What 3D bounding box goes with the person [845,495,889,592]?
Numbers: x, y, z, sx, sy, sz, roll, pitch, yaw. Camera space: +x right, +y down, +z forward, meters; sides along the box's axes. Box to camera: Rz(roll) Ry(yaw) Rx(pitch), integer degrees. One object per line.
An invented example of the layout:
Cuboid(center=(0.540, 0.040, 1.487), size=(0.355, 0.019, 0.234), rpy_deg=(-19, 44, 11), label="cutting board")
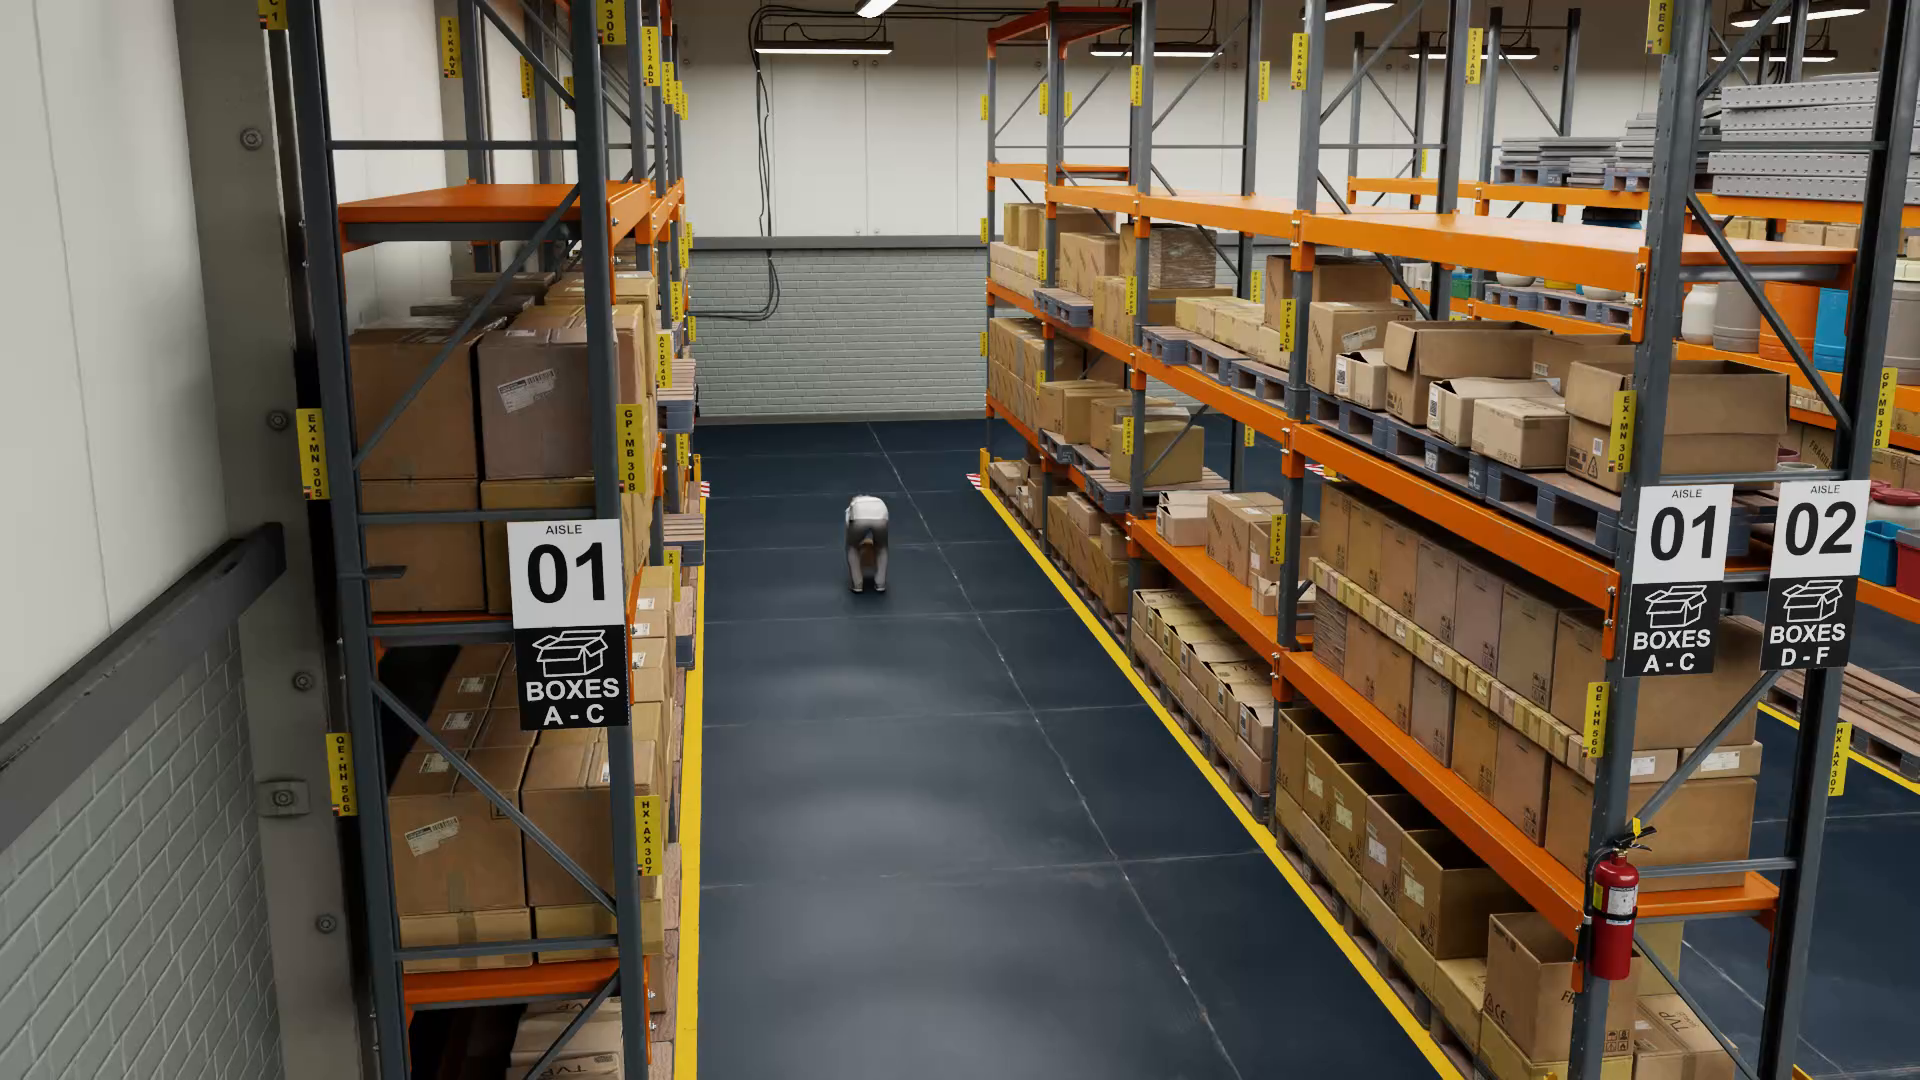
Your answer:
Cuboid(center=(-0.994, 0.000, 17.466), size=(0.449, 0.987, 0.927), rpy_deg=(-3, 14, -11), label="person")
